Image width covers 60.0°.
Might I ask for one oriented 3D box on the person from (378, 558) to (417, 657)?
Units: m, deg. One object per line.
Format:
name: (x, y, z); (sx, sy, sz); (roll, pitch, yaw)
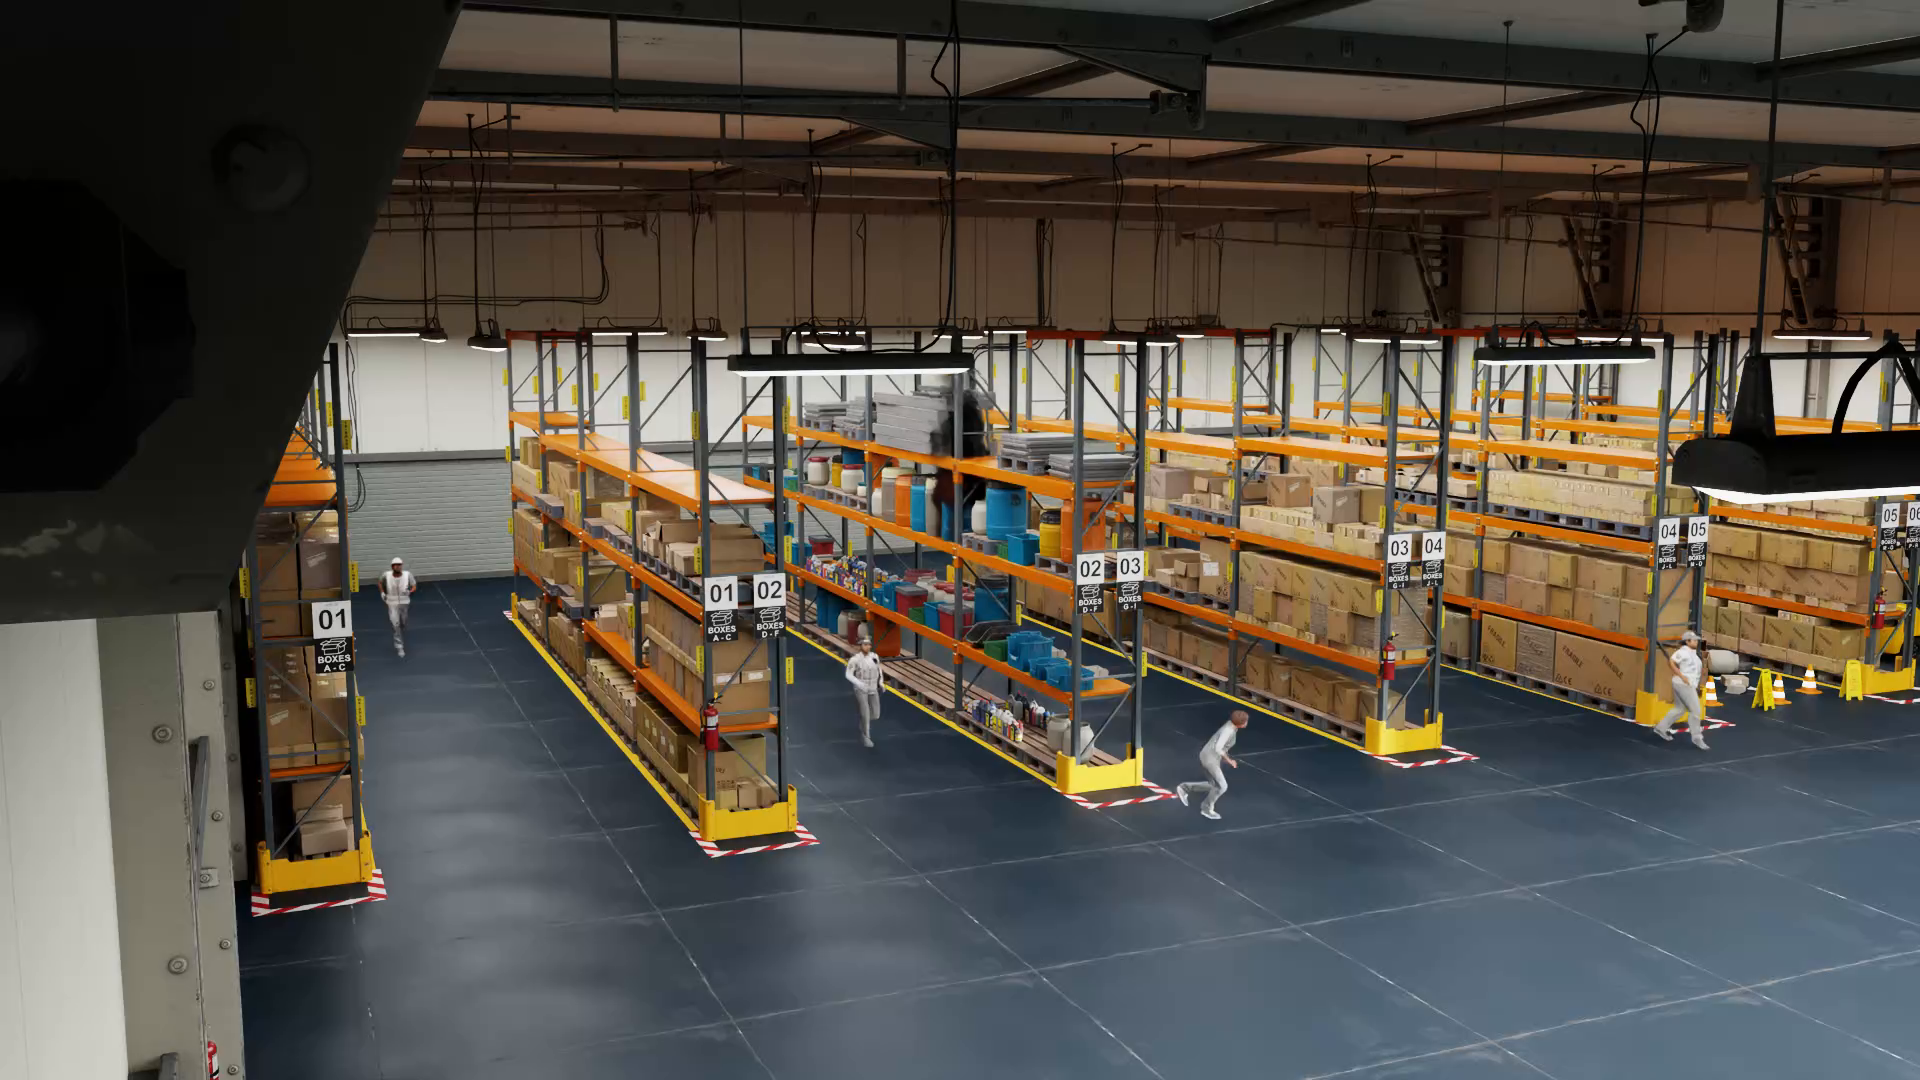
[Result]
person: (-10.529, 1.228, 31.219); (0.647, 1.834, 1.064); (-5, 9, -31)

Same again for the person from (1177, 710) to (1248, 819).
person: (3.178, 2.811, 20.964); (0.876, 1.405, 0.552); (2, 8, 13)

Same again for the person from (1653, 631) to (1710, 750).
person: (10.710, 2.192, 24.572); (0.799, 1.692, 0.686); (4, 9, 26)

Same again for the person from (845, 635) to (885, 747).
person: (-1.385, 2.203, 24.481); (0.616, 1.660, 0.539); (-4, 9, -27)
